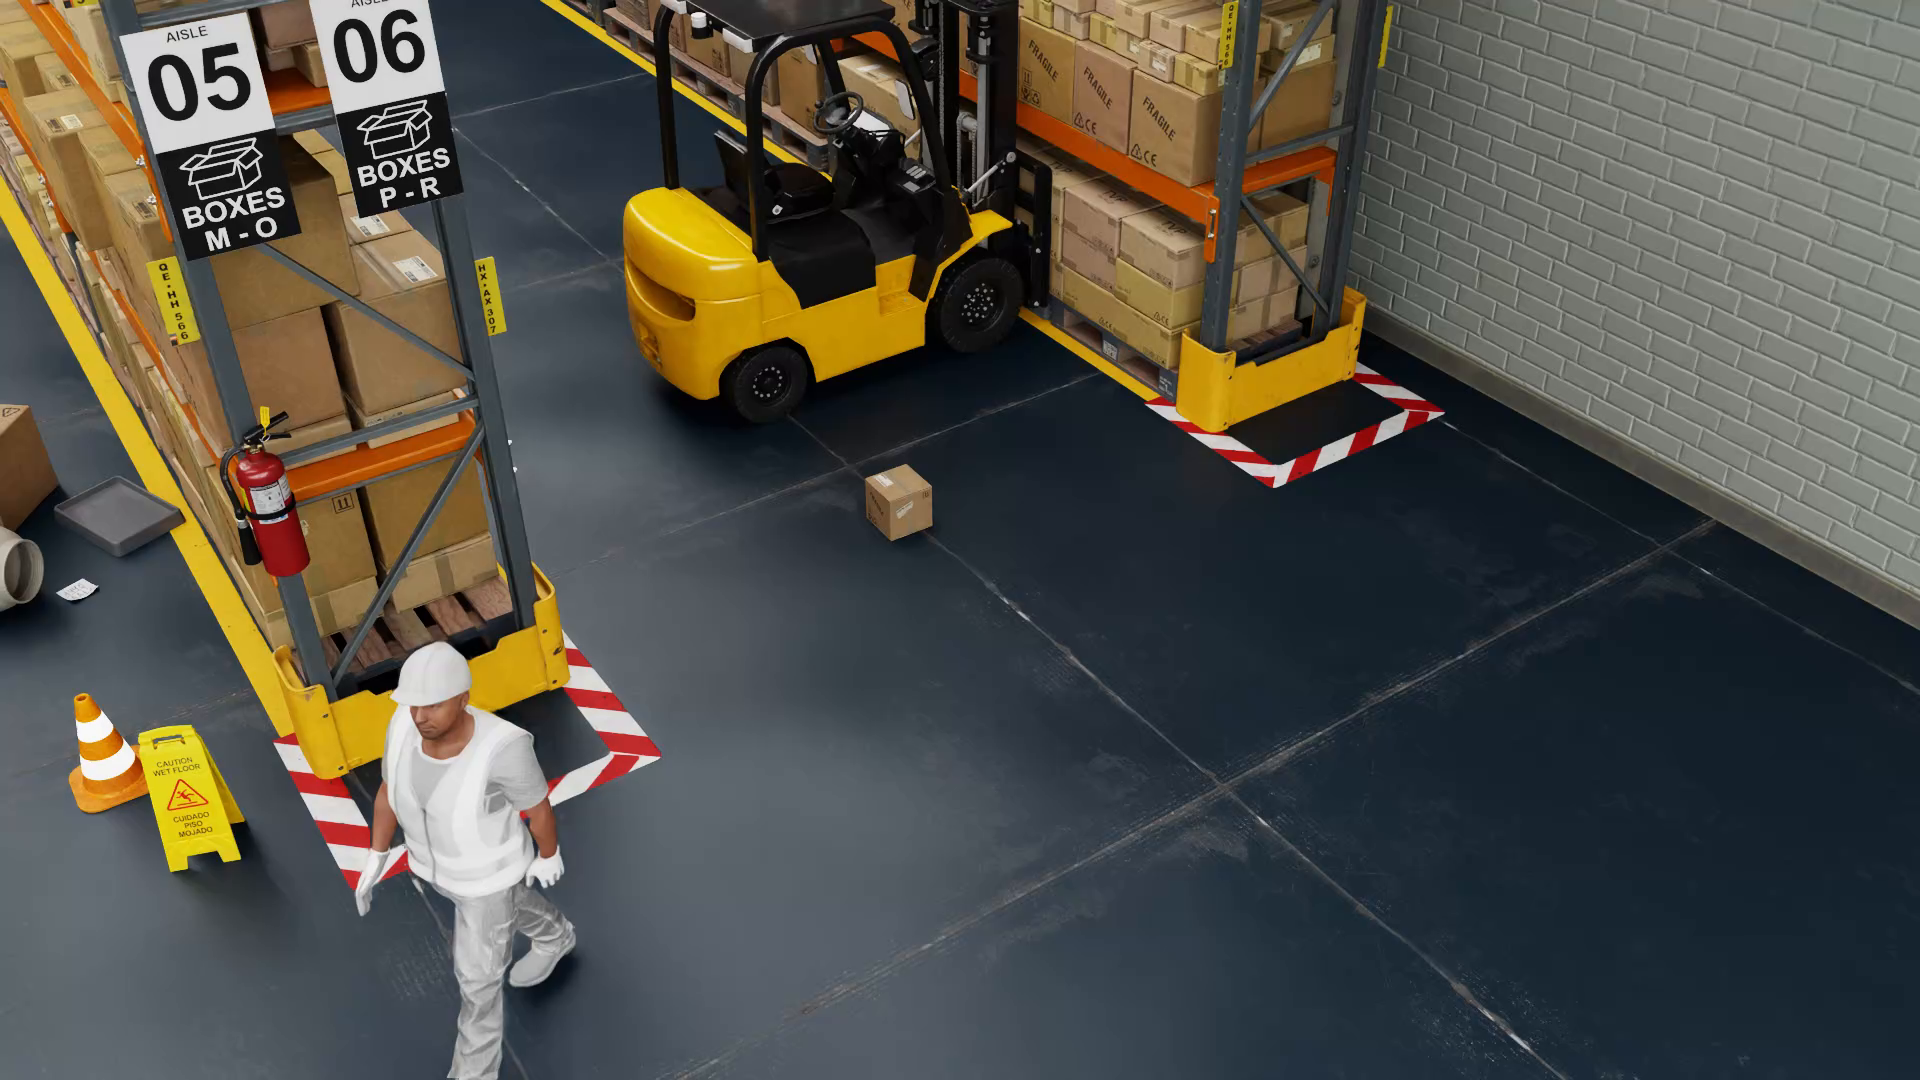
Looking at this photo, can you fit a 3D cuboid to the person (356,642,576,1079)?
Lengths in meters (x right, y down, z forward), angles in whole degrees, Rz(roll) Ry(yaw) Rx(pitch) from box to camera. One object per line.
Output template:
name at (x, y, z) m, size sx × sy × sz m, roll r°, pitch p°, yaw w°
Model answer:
person at (-1.679, 1.099, 5.458) m, size 0.557 × 1.729 × 1.017 m, roll 18°, pitch 40°, yaw 23°
